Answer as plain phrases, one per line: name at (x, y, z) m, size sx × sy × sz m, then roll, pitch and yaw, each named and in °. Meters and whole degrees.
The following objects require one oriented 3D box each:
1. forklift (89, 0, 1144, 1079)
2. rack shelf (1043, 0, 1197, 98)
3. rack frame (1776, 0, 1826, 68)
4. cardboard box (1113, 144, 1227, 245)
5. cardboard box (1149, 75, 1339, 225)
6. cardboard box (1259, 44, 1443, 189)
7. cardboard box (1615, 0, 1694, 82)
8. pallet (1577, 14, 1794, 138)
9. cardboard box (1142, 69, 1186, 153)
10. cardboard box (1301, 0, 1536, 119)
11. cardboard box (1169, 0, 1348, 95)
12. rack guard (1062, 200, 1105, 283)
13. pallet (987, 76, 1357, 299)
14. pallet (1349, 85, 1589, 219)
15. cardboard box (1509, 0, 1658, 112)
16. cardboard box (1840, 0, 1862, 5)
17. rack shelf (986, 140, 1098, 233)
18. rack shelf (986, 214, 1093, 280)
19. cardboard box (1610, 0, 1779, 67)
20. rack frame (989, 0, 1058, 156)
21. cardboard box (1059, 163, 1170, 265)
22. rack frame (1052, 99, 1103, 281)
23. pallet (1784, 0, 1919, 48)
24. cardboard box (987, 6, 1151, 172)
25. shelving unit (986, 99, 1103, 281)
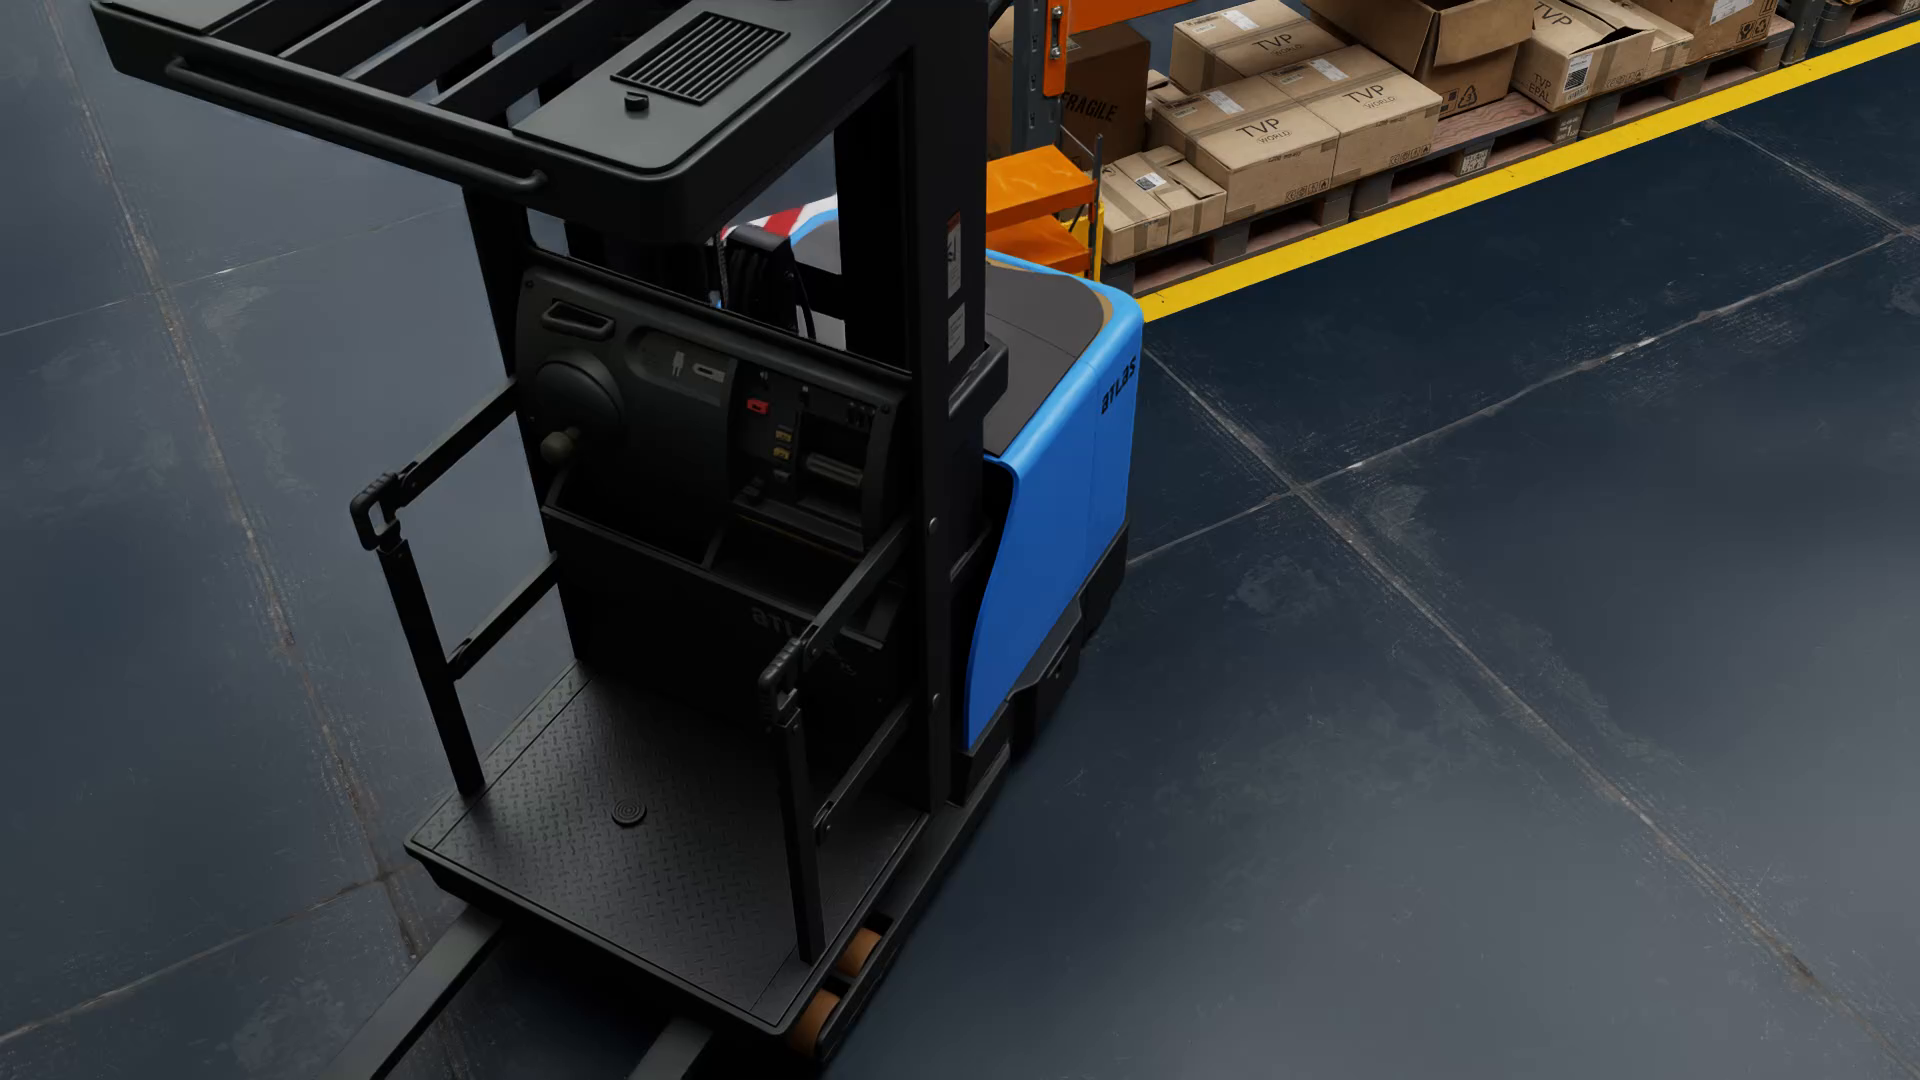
forklift at (-0.643, -0.181, 3.332) m, size 1.130 × 2.935 × 3.031 m, roll 21°, pitch 48°, yaw 20°
rack shelf at (1.750, -2.553, 6.243) m, size 4.000 × 0.370 × 1.077 m, roll -22°, pitch 48°, yaw -21°
rack frame at (3.484, -3.505, 6.708) m, size 0.127 × 3.000 × 1.000 m, roll -22°, pitch 48°, yaw -21°
cardboard box at (0.767, -1.283, 6.137) m, size 0.250 × 0.166 × 0.380 m, roll -22°, pitch 48°, yaw -21°
cardboard box at (1.062, -1.479, 6.279) m, size 0.500 × 0.250 × 0.500 m, roll -22°, pitch 48°, yaw -21°
cardboard box at (1.496, -1.653, 6.458) m, size 0.500 × 0.250 × 0.500 m, roll -22°, pitch 48°, yaw -21°
cardboard box at (2.836, -2.105, 6.996) m, size 0.250 × 0.149 × 0.380 m, roll -22°, pitch 48°, yaw -21°
pallet at (2.888, -2.267, 7.434) m, size 1.213 × 0.211 × 1.003 m, roll -22°, pitch 48°, yaw -21°
cardboard box at (0.761, -1.682, 6.548) m, size 0.250 × 0.166 × 0.380 m, roll -22°, pitch 48°, yaw -21°
cardboard box at (1.858, -2.112, 6.749) m, size 0.637 × 0.503 × 0.797 m, roll -22°, pitch 48°, yaw -21°
cardboard box at (1.203, -1.937, 6.751) m, size 0.500 × 0.250 × 0.500 m, roll -22°, pitch 48°, yaw -21°
rack guard at (0.082, -1.247, 6.176) m, size 0.348 × 0.500 × 1.175 m, roll -22°, pitch 48°, yaw -21°
pallet at (0.773, -1.420, 6.562) m, size 1.213 × 0.211 × 1.003 m, roll -22°, pitch 48°, yaw -21°
pallet at (1.829, -1.841, 6.995) m, size 1.213 × 0.211 × 1.003 m, roll -22°, pitch 48°, yaw -21°
cardboard box at (2.481, -2.069, 6.843) m, size 0.500 × 0.311 × 0.500 m, roll -22°, pitch 48°, yaw -21°
cardboard box at (4.025, -2.787, 7.447) m, size 0.500 × 0.500 × 0.500 m, roll -24°, pitch 49°, yaw -23°
rack shelf at (0.127, -0.985, 4.839) m, size 0.480 × 0.148 × 0.258 m, roll -20°, pitch 48°, yaw -19°
rack shelf at (0.127, -0.815, 5.004) m, size 0.480 × 0.148 × 0.258 m, roll -20°, pitch 48°, yaw -19°
cardboard box at (3.132, -2.397, 7.045) m, size 0.500 × 0.500 × 0.500 m, roll -22°, pitch 48°, yaw -21°
rack frame at (0.016, -2.117, 5.278) m, size 0.127 × 3.000 × 1.000 m, roll -22°, pitch 48°, yaw -21°
cardboard box at (0.550, -1.190, 6.053) m, size 0.250 × 0.149 × 0.380 m, roll -22°, pitch 48°, yaw -21°
rack frame at (0.344, -0.781, 5.193) m, size 0.015 × 1.200 × 0.240 m, roll -20°, pitch 48°, yaw -19°
pallet at (4.171, -2.809, 7.993) m, size 1.213 × 0.211 × 1.003 m, roll -22°, pitch 48°, yaw -21°
cardboard box at (0.365, -1.716, 6.343) m, size 0.500 × 0.500 × 0.500 m, roll -22°, pitch 48°, yaw -21°
shelving unit at (0.127, -0.703, 5.113) m, size 0.503 × 1.200 × 0.258 m, roll -20°, pitch 48°, yaw -19°
